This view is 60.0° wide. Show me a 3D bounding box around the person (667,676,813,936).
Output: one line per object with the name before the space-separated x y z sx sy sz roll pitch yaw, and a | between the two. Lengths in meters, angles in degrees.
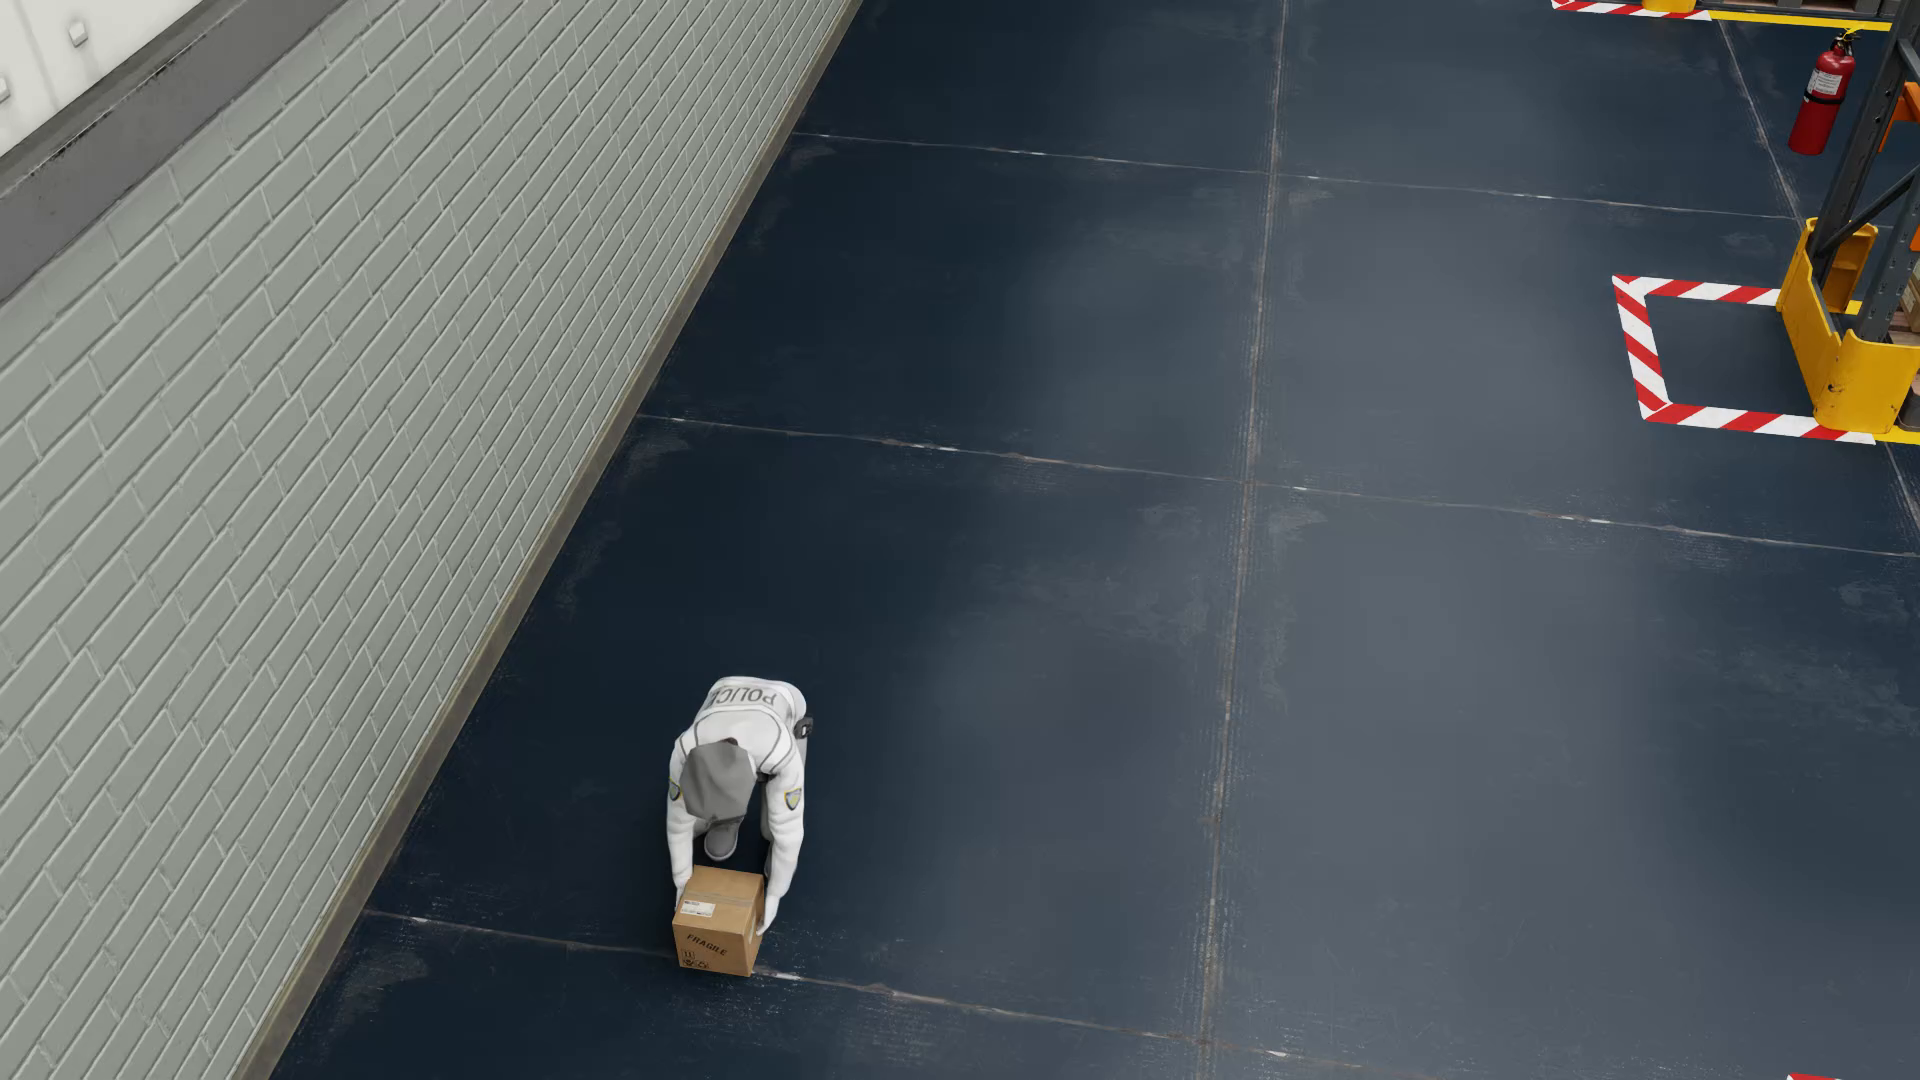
person | -0.745 0.842 5.751 0.489 0.928 0.852 7 41 7
